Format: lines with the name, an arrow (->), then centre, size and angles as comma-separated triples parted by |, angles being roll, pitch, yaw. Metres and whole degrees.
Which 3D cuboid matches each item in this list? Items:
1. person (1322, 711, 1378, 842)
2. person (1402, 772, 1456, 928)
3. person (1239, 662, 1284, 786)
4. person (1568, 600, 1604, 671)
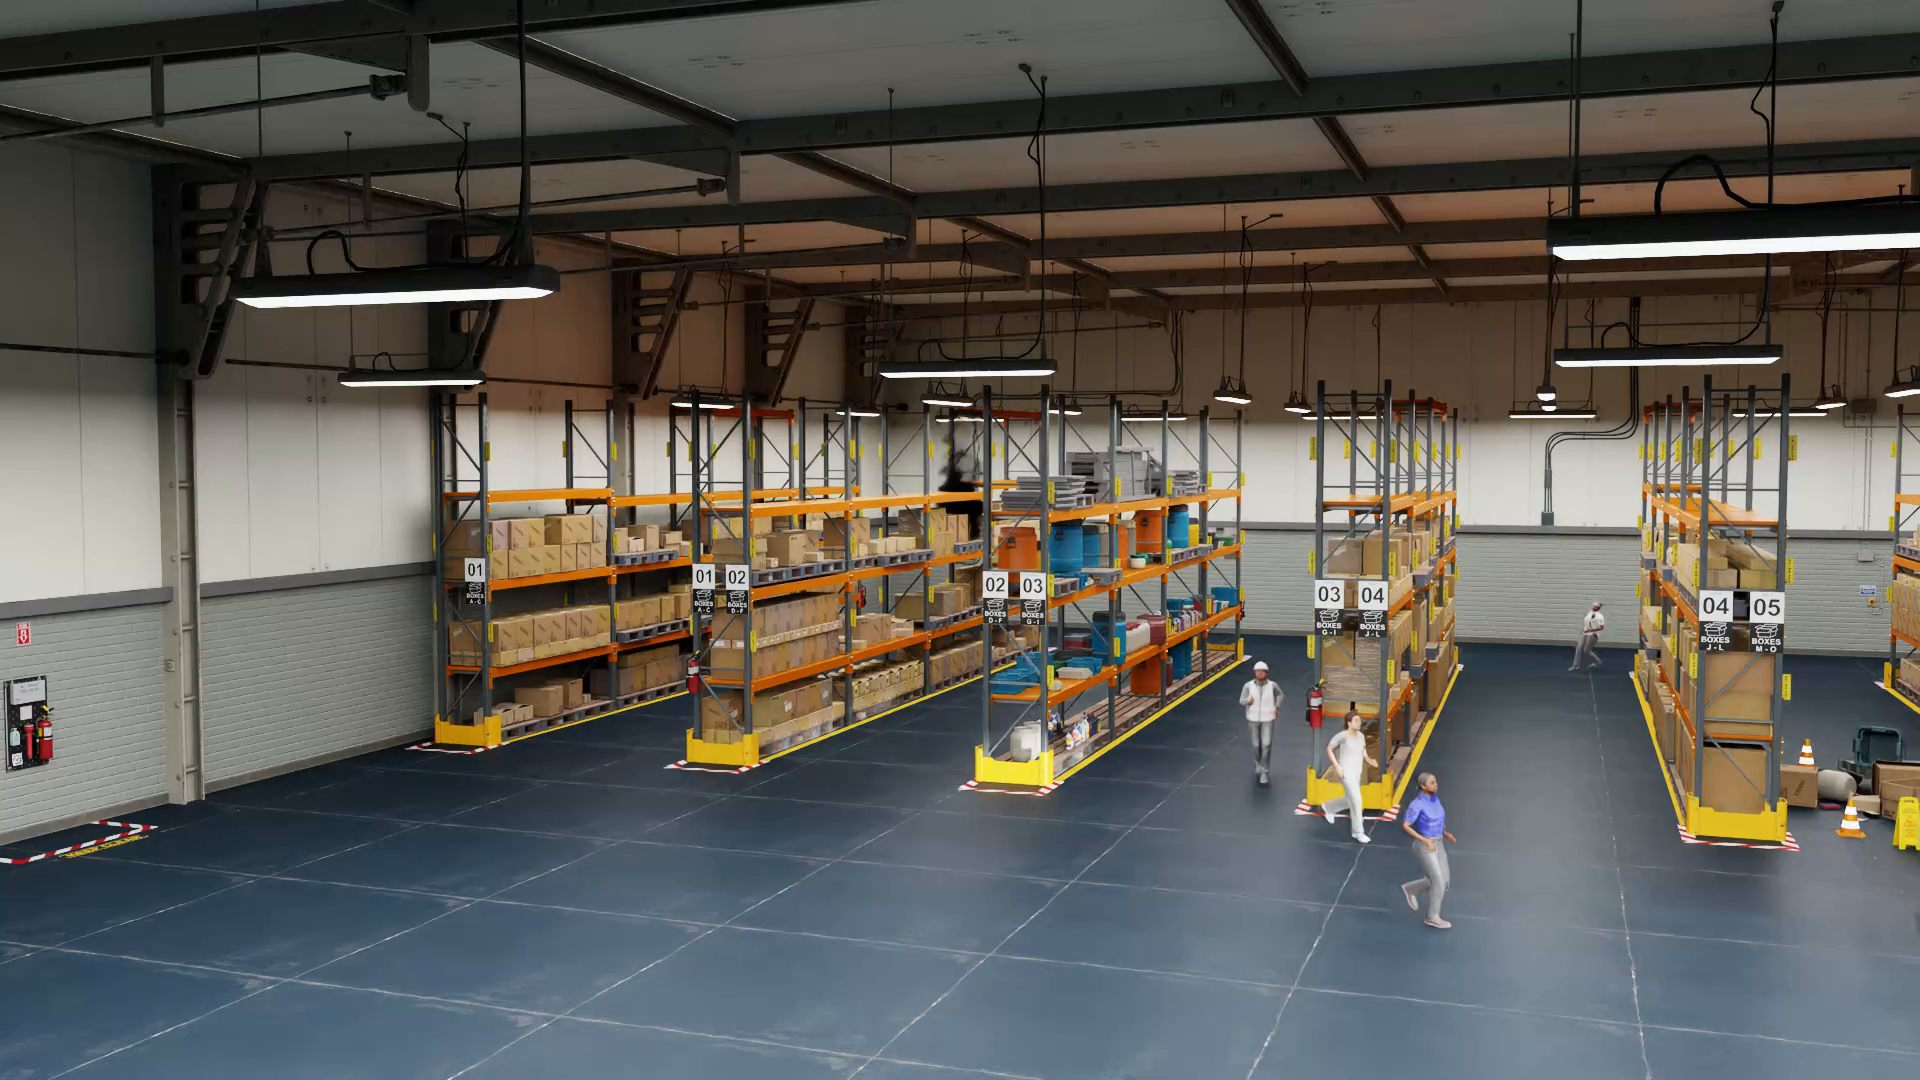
person -> 5.005, 3.032, 21.613 | 0.545, 1.652, 0.888 | -2, 4, -34
person -> 4.926, 3.258, 17.597 | 0.577, 1.605, 0.624 | -3, 4, -41
person -> 4.573, 2.753, 25.296 | 0.647, 1.812, 0.837 | 1, 3, 17
person -> 14.317, 2.181, 37.831 | 0.715, 1.658, 0.654 | -1, 3, -13
